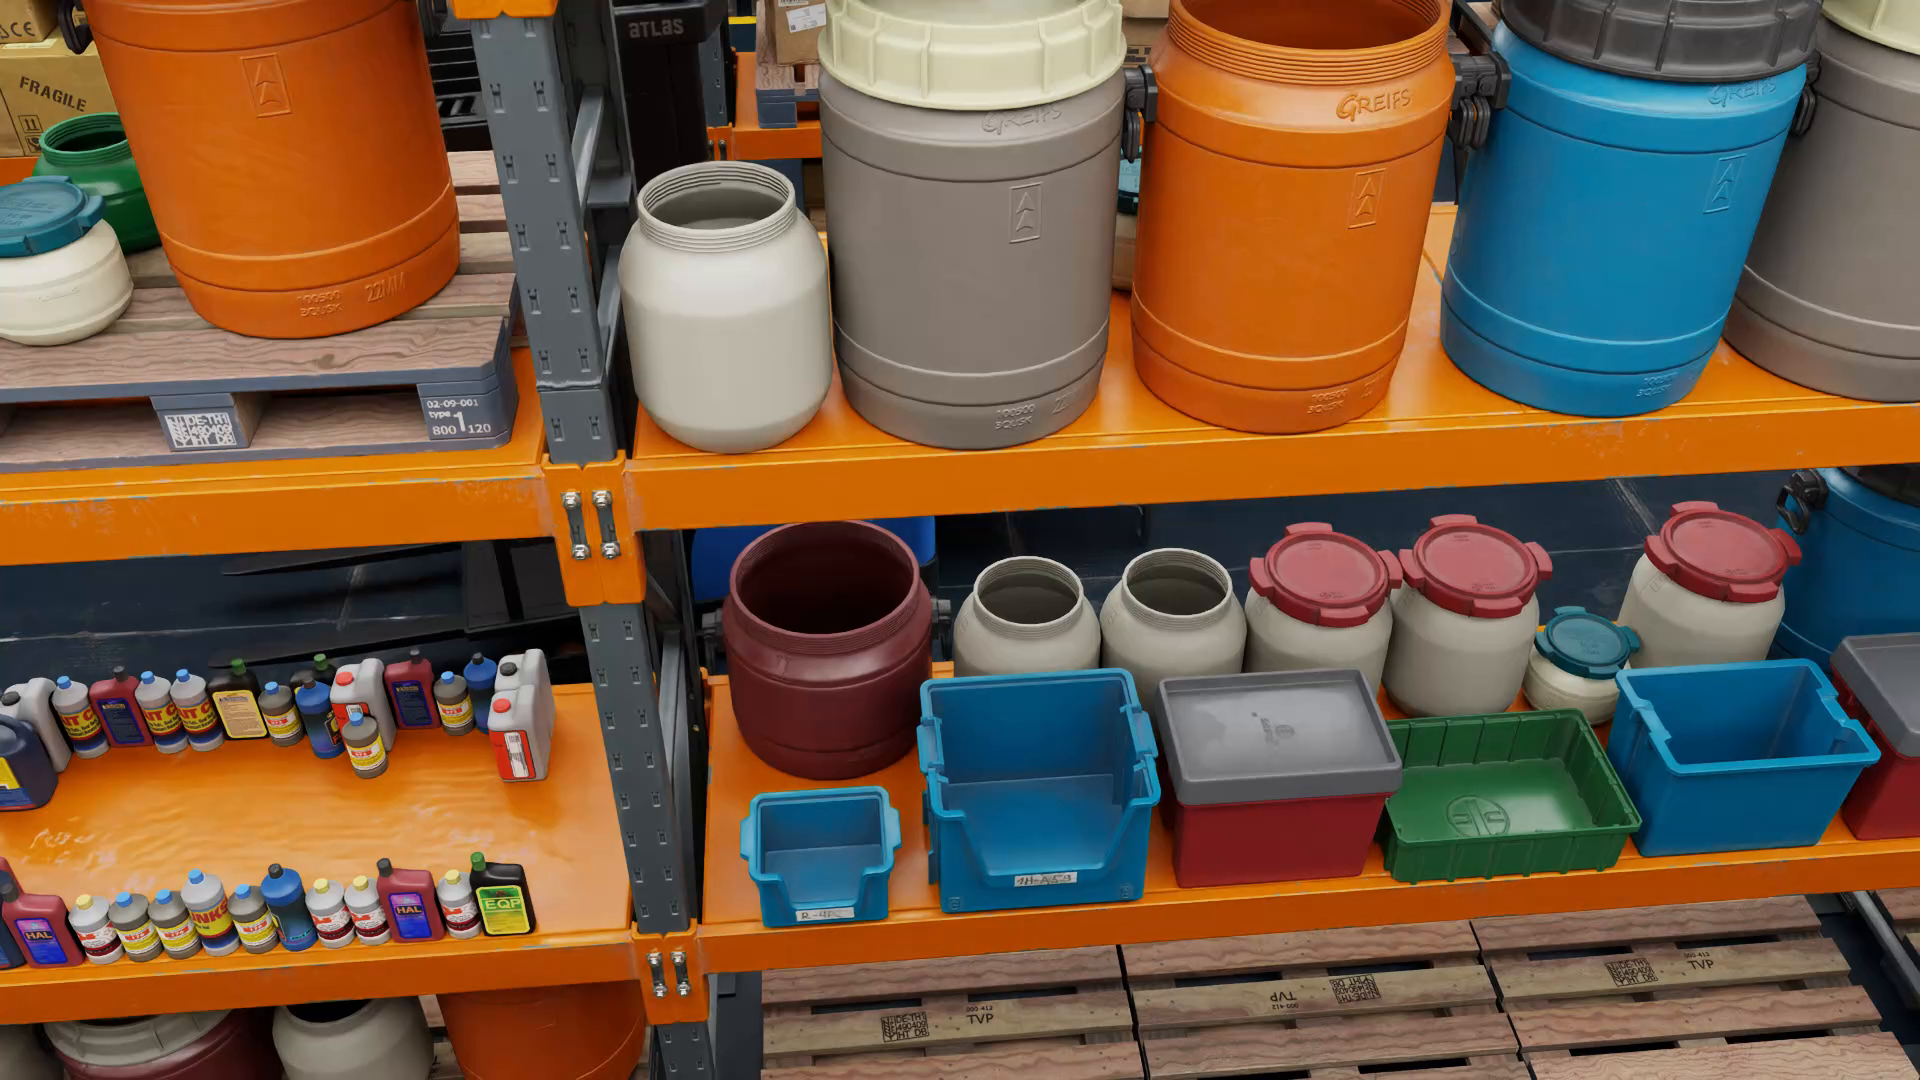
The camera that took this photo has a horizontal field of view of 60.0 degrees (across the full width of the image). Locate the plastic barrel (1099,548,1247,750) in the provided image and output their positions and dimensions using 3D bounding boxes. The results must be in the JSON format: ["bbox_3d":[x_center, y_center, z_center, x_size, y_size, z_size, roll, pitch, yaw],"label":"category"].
[{"bbox_3d":[0.611,0.319,4.833,0.421,0.512,0.421,0,38,0],"label":"plastic barrel"}]

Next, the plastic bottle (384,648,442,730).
[{"bbox_3d":[-1.606,0.435,4.872,0.133,0.283,0.061,-3,38,-4],"label":"plastic bottle"}]

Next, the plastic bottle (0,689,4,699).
[{"bbox_3d":[-2.815,0.501,4.734,0.185,0.351,0.144,-3,38,-4],"label":"plastic bottle"}]

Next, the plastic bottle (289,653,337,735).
[{"bbox_3d":[-1.873,0.449,4.853,0.133,0.283,0.061,-3,38,-4],"label":"plastic bottle"}]

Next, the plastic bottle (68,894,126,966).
[{"bbox_3d":[-2.205,0.983,4.243,0.097,0.201,0.097,0,38,0],"label":"plastic bottle"}]

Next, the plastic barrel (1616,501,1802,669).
[{"bbox_3d":[2.197,0.219,4.941,0.433,0.535,0.433,0,38,0],"label":"plastic barrel"}]

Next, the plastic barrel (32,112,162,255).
[{"bbox_3d":[-1.890,-0.791,3.695,0.294,0.245,0.294,0,38,0],"label":"plastic barrel"}]

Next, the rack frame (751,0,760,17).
[{"bbox_3d":[-1.592,-5.547,12.359,0.127,3.000,1.000,-3,38,-4],"label":"rack frame"}]

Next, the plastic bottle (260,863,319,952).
[{"bbox_3d":[-1.720,0.929,4.255,0.097,0.271,0.097,0,38,0],"label":"plastic bottle"}]

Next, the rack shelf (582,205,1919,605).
[{"bbox_3d":[1.178,-0.430,4.033,4.000,0.370,1.077,-3,38,-4],"label":"rack shelf"}]

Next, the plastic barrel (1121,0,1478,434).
[{"bbox_3d":[0.674,-0.719,3.471,0.708,0.830,0.600,-3,38,-4],"label":"plastic barrel"}]

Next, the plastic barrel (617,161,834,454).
[{"bbox_3d":[-0.478,-0.475,3.418,0.421,0.512,0.421,0,38,0],"label":"plastic barrel"}]

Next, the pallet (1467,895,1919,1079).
[{"bbox_3d":[2.391,1.517,5.657,1.213,0.211,1.003,-3,38,-4],"label":"pallet"}]

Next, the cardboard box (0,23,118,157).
[{"bbox_3d":[-4.257,-2.200,8.036,0.500,0.500,0.500,-3,38,-4],"label":"cardboard box"}]

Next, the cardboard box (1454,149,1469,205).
[{"bbox_3d":[3.133,-1.882,9.392,0.500,0.500,0.500,-4,38,-5],"label":"cardboard box"}]

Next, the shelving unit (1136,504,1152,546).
[{"bbox_3d":[0.317,-0.660,7.376,1.048,1.500,0.538,-6,39,-8],"label":"shelving unit"}]

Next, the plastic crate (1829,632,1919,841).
[{"bbox_3d":[2.714,0.545,4.586,0.583,0.464,0.402,-3,38,-4],"label":"plastic crate"}]

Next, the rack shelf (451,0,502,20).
[{"bbox_3d":[-2.807,-1.231,2.950,4.000,0.370,1.077,-3,38,-4],"label":"rack shelf"}]

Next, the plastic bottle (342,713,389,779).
[{"bbox_3d":[-1.706,0.578,4.756,0.097,0.201,0.097,0,38,0],"label":"plastic bottle"}]

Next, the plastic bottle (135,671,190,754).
[{"bbox_3d":[-2.313,0.490,4.812,0.097,0.271,0.097,0,38,0],"label":"plastic bottle"}]

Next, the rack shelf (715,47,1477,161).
[{"bbox_3d":[0.739,-2.309,8.835,4.000,0.370,1.077,-3,38,-4],"label":"rack shelf"}]

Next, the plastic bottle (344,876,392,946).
[{"bbox_3d":[-1.526,0.946,4.290,0.097,0.201,0.097,0,38,0],"label":"plastic bottle"}]

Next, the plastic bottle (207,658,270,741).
[{"bbox_3d":[-2.102,0.462,4.837,0.133,0.283,0.061,-3,38,-4],"label":"plastic bottle"}]

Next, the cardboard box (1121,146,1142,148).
[{"bbox_3d":[1.083,-1.826,9.306,0.500,0.500,0.700,-6,39,-8],"label":"cardboard box"}]

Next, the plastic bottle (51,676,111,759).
[{"bbox_3d":[-2.543,0.502,4.796,0.097,0.271,0.097,0,38,0],"label":"plastic bottle"}]

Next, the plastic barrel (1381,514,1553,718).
[{"bbox_3d":[1.467,0.259,4.890,0.433,0.535,0.433,0,38,0],"label":"plastic barrel"}]

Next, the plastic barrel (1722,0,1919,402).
[{"bbox_3d":[2.031,-0.822,3.543,0.600,0.901,0.600,0,38,0],"label":"plastic barrel"}]

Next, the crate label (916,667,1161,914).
[{"bbox_3d":[0.199,0.673,4.447,0.616,0.435,0.502,-3,38,-4],"label":"crate label"}]

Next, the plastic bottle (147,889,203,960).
[{"bbox_3d":[-2.011,0.972,4.256,0.097,0.201,0.097,0,38,0],"label":"plastic bottle"}]

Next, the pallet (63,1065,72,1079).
[{"bbox_3d":[-2.809,1.803,5.294,1.213,0.211,1.003,-3,38,-4],"label":"pallet"}]

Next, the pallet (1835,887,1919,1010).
[{"bbox_3d":[3.842,1.439,5.756,1.213,0.211,1.003,-3,38,-4],"label":"pallet"}]

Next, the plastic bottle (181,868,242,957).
[{"bbox_3d":[-1.914,0.940,4.241,0.097,0.271,0.097,0,38,0],"label":"plastic bottle"}]

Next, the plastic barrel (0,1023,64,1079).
[{"bbox_3d":[-2.980,1.572,5.006,0.421,0.512,0.421,0,38,0],"label":"plastic barrel"}]

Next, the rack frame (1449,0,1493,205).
[{"bbox_3d":[2.731,-2.701,8.751,0.127,3.000,1.000,-3,38,-4],"label":"rack frame"}]

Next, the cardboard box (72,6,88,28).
[{"bbox_3d":[-3.917,-2.766,7.943,0.637,0.503,0.797,-3,38,-3],"label":"cardboard box"}]

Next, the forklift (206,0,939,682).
[{"bbox_3d":[-1.668,-0.891,6.513,3.031,2.935,1.130,-9,39,-11],"label":"forklift"}]

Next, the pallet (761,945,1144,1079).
[{"bbox_3d":[-0.040,1.651,5.488,1.213,0.211,1.003,-3,38,-4],"label":"pallet"}]

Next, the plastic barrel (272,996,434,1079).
[{"bbox_3d":[-1.855,1.510,5.084,0.421,0.512,0.421,0,38,0],"label":"plastic barrel"}]

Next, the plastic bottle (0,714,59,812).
[{"bbox_3d":[-2.668,0.587,4.624,0.185,0.351,0.144,-3,38,-4],"label":"plastic bottle"}]

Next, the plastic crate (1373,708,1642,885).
[{"bbox_3d":[1.460,0.708,4.602,0.662,0.188,0.450,-3,38,-4],"label":"plastic crate"}]

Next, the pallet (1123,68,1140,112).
[{"bbox_3d":[0.715,-2.540,8.702,1.213,0.211,1.003,-3,38,-4],"label":"pallet"}]

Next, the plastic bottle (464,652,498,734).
[{"bbox_3d":[-1.392,0.439,4.876,0.097,0.271,0.097,0,38,0],"label":"plastic bottle"}]

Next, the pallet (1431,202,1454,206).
[{"bbox_3d":[3.397,-1.665,9.690,1.213,0.211,1.003,-3,38,-4],"label":"pallet"}]

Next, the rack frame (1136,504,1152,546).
[{"bbox_3d":[0.817,-0.717,7.448,0.032,1.500,0.500,-6,39,-8],"label":"rack frame"}]

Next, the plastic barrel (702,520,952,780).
[{"bbox_3d":[-0.379,0.309,4.827,0.708,0.536,0.600,-3,38,-4],"label":"plastic barrel"}]

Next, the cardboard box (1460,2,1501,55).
[{"bbox_3d":[2.919,-2.795,9.074,0.250,0.149,0.380,-3,38,-4],"label":"cardboard box"}]

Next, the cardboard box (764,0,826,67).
[{"bbox_3d":[-0.719,-2.740,8.381,0.500,0.500,0.500,-8,39,-10],"label":"cardboard box"}]

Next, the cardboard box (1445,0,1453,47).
[{"bbox_3d":[1.927,-3.144,8.490,1.000,1.000,1.000,-3,38,-4],"label":"cardboard box"}]

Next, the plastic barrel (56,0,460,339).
[{"bbox_3d":[-1.380,-0.907,3.371,0.708,0.830,0.600,-3,38,-4],"label":"plastic barrel"}]

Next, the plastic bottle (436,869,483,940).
[{"bbox_3d":[-1.296,0.933,4.306,0.097,0.201,0.097,0,38,0],"label":"plastic bottle"}]

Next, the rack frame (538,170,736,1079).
[{"bbox_3d":[-0.815,0.575,4.600,0.127,3.000,1.000,-3,38,-4],"label":"rack frame"}]

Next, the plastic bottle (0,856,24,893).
[{"bbox_3d":[-2.515,0.890,4.295,0.133,0.283,0.061,-3,38,-4],"label":"plastic bottle"}]

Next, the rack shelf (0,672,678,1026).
[{"bbox_3d":[-2.807,0.967,4.684,4.000,0.370,1.077,-3,38,-4],"label":"rack shelf"}]
